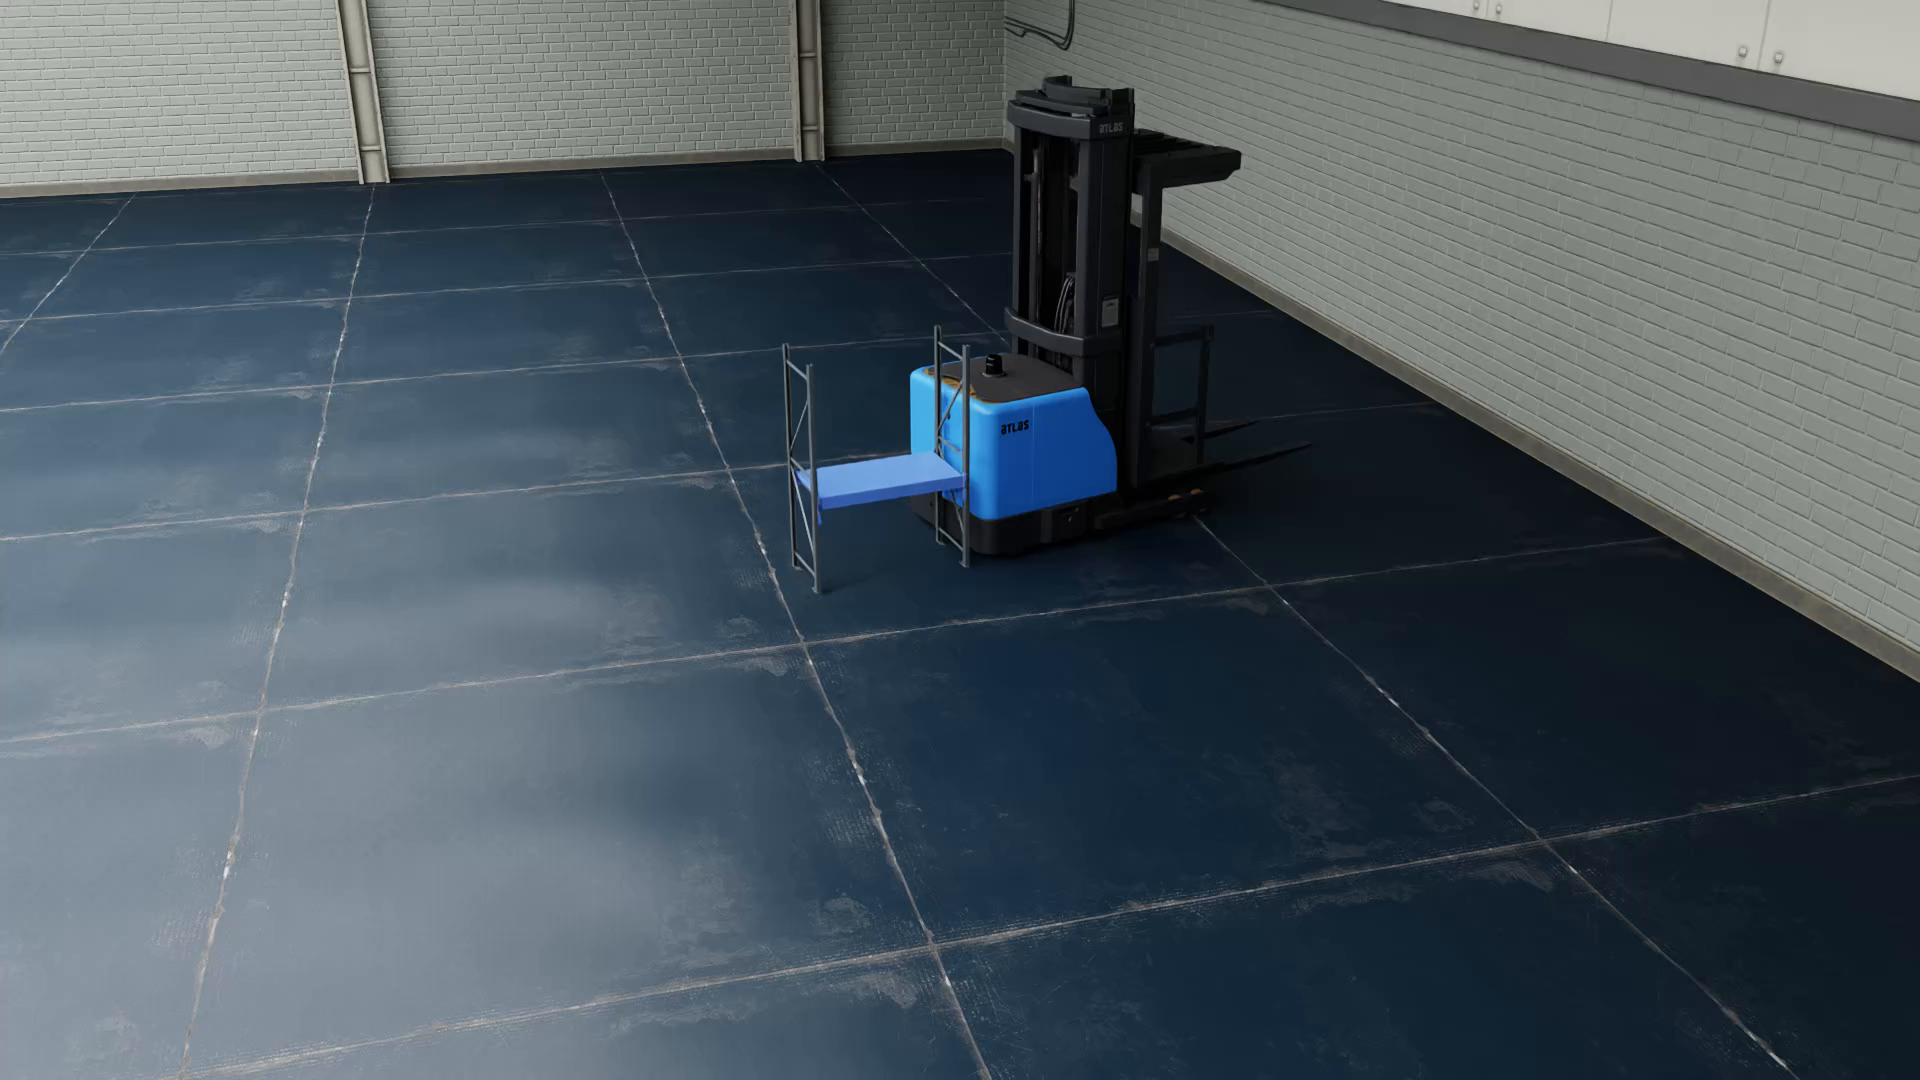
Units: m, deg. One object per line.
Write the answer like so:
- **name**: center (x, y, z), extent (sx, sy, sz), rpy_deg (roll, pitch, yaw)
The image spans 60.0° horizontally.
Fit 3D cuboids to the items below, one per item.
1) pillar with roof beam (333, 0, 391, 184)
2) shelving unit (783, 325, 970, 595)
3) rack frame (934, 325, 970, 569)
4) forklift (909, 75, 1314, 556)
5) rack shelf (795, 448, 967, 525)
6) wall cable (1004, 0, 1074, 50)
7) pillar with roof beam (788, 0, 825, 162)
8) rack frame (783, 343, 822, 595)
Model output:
- **pillar with roof beam**: center (-6.794, -7.385, 17.049), extent (0.400, 9.000, 9.100), rpy_deg (-6, 24, -14)
- **shelving unit**: center (-0.517, -0.514, 10.546), extent (1.048, 1.500, 0.538), rpy_deg (-10, 25, -22)
- **rack frame**: center (-0.052, -0.595, 10.734), extent (0.032, 1.500, 0.500), rpy_deg (-10, 25, -22)
- **forklift**: center (1.172, -1.659, 11.400), extent (3.031, 2.935, 1.130), rpy_deg (-14, 27, -29)
- **rack shelf**: center (-0.517, -0.349, 10.617), extent (1.000, 0.185, 0.538), rpy_deg (-10, 25, -22)
- **wall cable**: center (1.014, -8.043, 22.521), extent (0.112, 2.526, 3.097), rpy_deg (-6, 24, -14)
- **pillar with roof beam**: center (-1.017, -8.024, 18.538), extent (0.400, 9.000, 9.100), rpy_deg (-6, 24, -14)
- **rack frame**: center (-0.983, -0.434, 10.359), extent (0.032, 1.500, 0.500), rpy_deg (-10, 25, -22)
